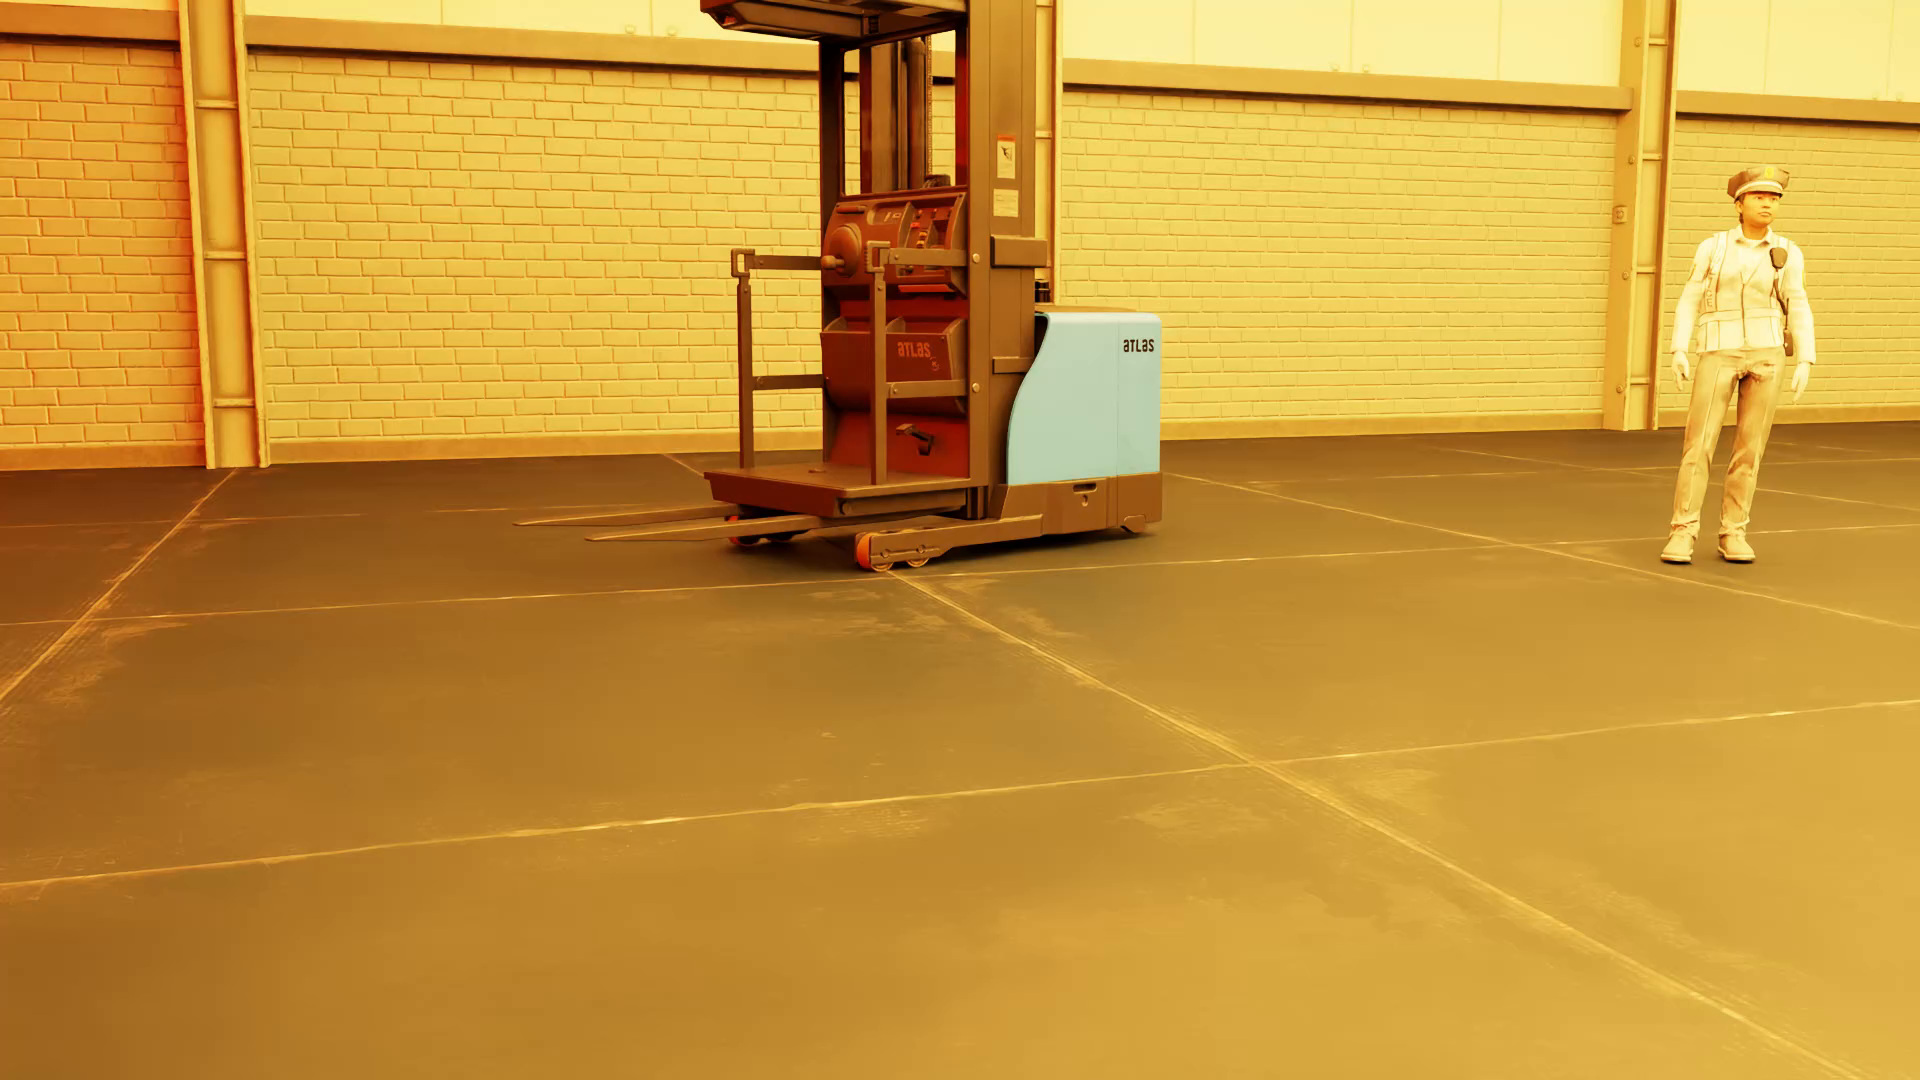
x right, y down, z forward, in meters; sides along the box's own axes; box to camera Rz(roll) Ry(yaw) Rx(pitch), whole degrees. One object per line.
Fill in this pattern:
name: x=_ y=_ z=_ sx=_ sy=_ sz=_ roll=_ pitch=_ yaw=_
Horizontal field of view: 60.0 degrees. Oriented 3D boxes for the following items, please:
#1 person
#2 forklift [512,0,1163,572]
person: x=3.382 y=-0.763 z=7.192 sx=0.585 sy=1.695 sz=0.532 roll=3 pitch=8 yaw=18
forklift: x=-0.461 y=-1.399 z=7.333 sx=3.031 sy=2.935 sz=1.130 roll=-7 pitch=10 yaw=-40
